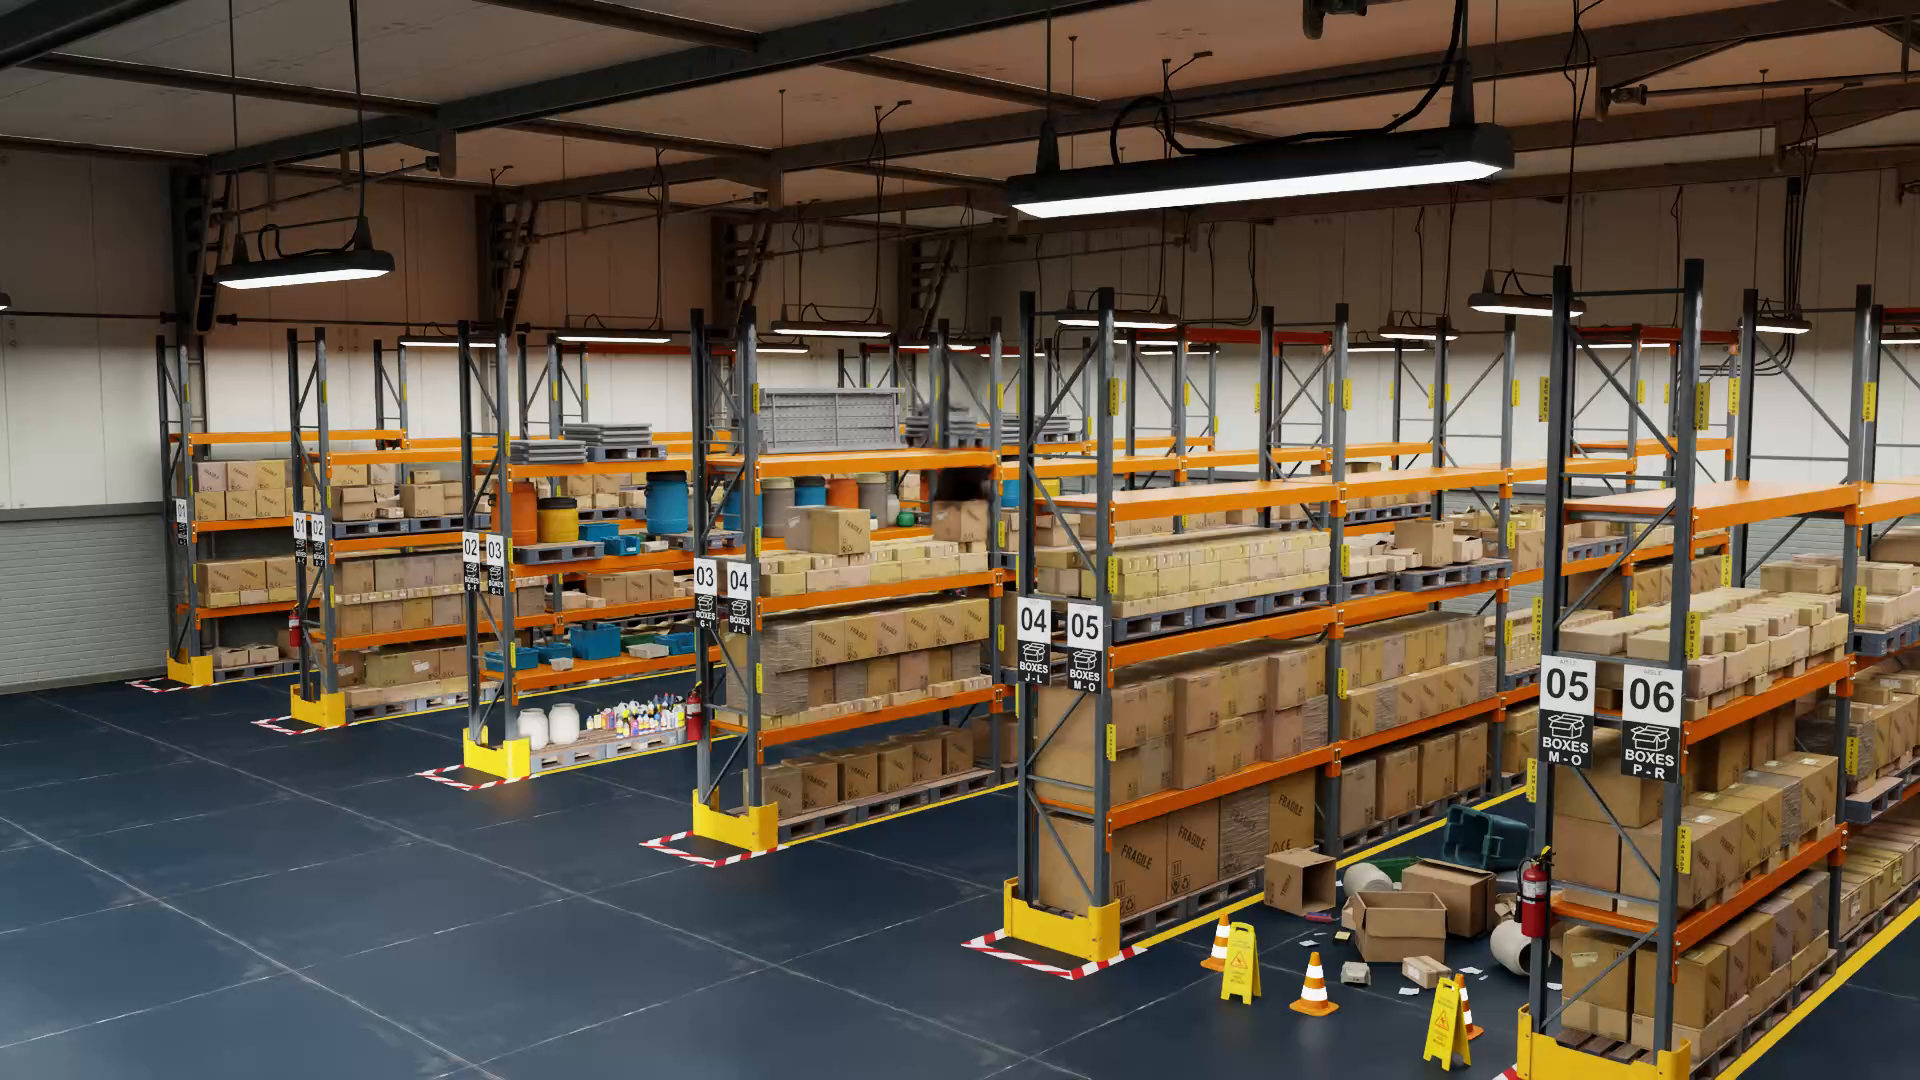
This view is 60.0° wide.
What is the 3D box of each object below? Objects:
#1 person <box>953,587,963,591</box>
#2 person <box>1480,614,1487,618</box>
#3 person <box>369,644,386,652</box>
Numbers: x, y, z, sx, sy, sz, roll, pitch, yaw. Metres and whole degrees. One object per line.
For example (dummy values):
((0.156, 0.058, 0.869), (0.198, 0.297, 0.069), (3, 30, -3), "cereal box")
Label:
((0.157, 1.308, 32.233), (0.797, 1.713, 0.704), (-5, 8, -45), "person")
((8.070, 1.949, 25.786), (0.667, 1.600, 0.497), (-5, 7, -43), "person")
((-9.816, 1.660, 28.269), (0.703, 1.723, 0.588), (4, 6, 34), "person")
